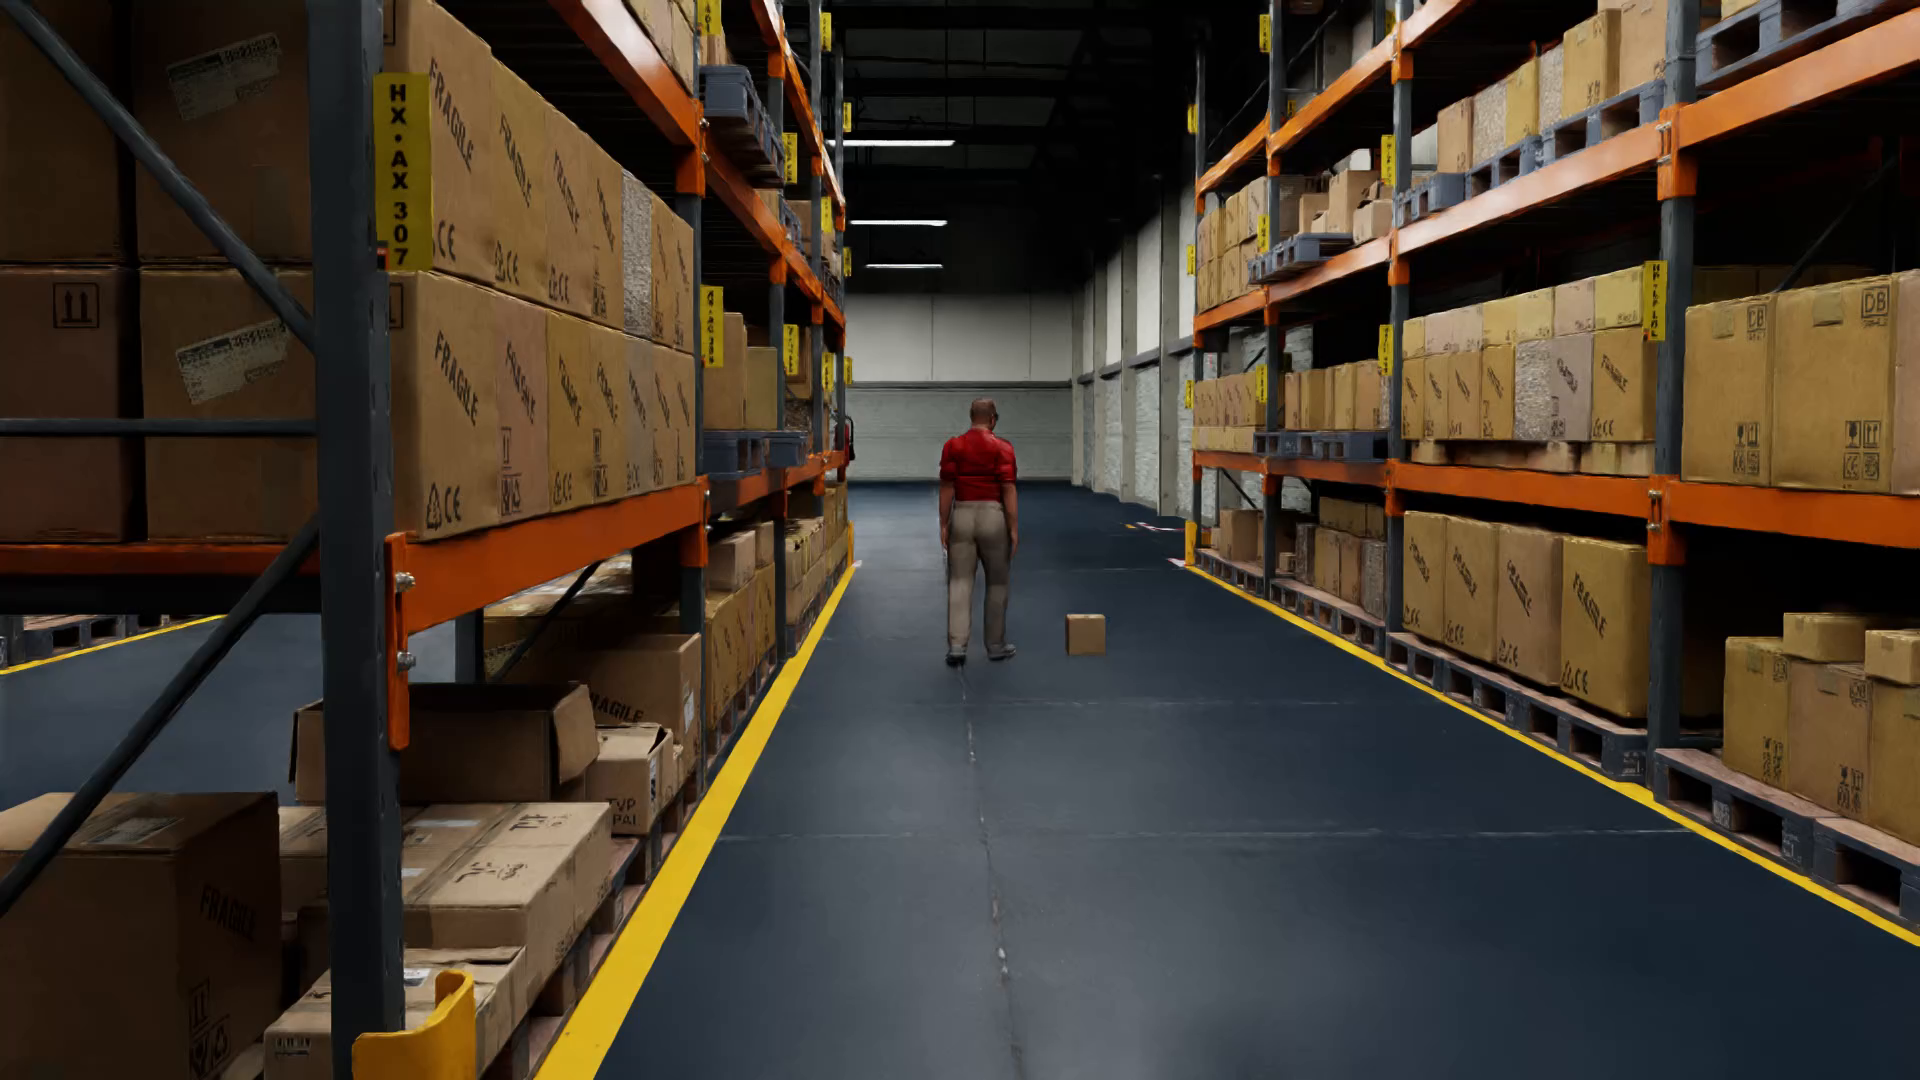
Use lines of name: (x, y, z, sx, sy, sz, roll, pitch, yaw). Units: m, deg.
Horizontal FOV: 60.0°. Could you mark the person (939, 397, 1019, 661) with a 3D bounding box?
person: (0.141, -0.075, 10.913, 0.543, 1.720, 0.700, 1, 4, 17)
